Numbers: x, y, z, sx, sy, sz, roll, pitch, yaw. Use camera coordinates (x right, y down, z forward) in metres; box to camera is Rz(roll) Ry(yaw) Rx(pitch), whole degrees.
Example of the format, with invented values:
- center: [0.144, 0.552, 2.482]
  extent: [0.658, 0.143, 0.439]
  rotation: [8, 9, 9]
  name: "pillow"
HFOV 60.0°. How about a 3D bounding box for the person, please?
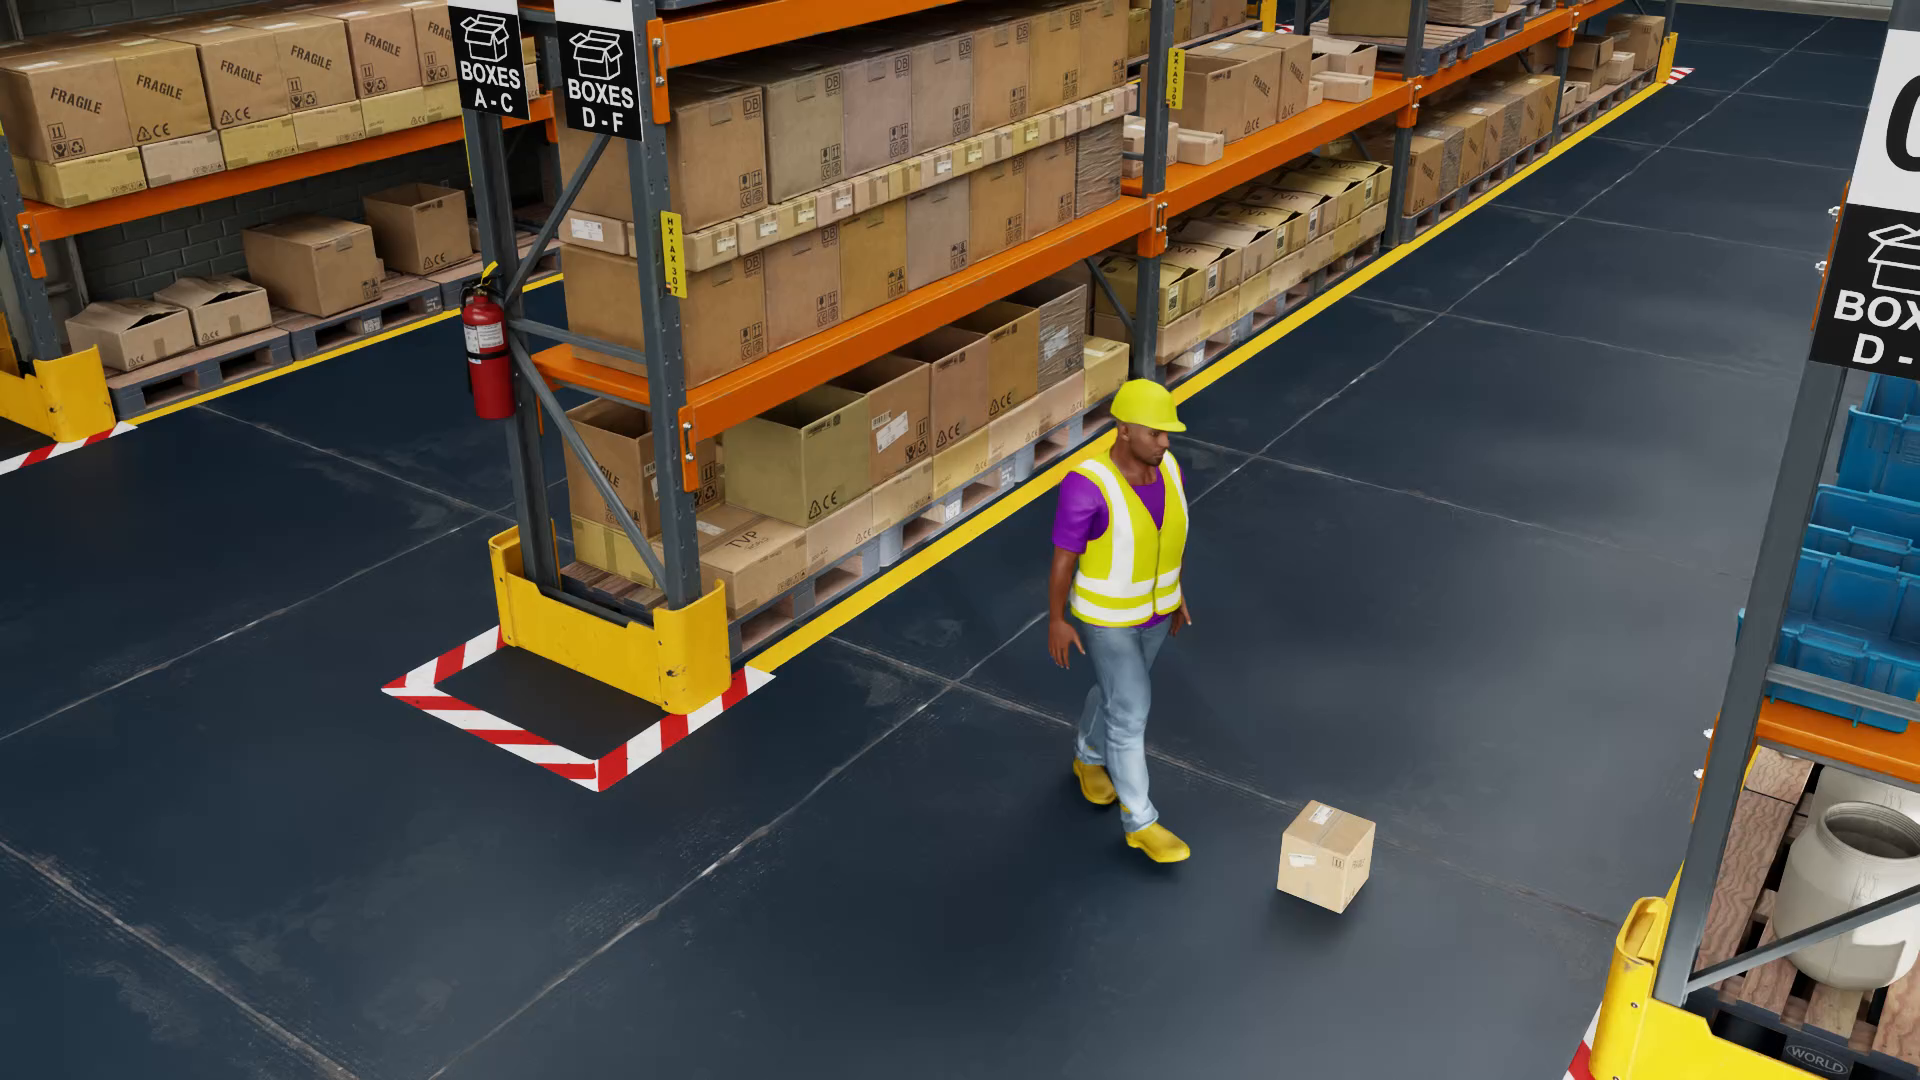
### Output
- center: [0.664, 0.284, 6.029]
  extent: [0.601, 1.753, 0.773]
  rotation: [-19, 33, -33]
  name: "person"
